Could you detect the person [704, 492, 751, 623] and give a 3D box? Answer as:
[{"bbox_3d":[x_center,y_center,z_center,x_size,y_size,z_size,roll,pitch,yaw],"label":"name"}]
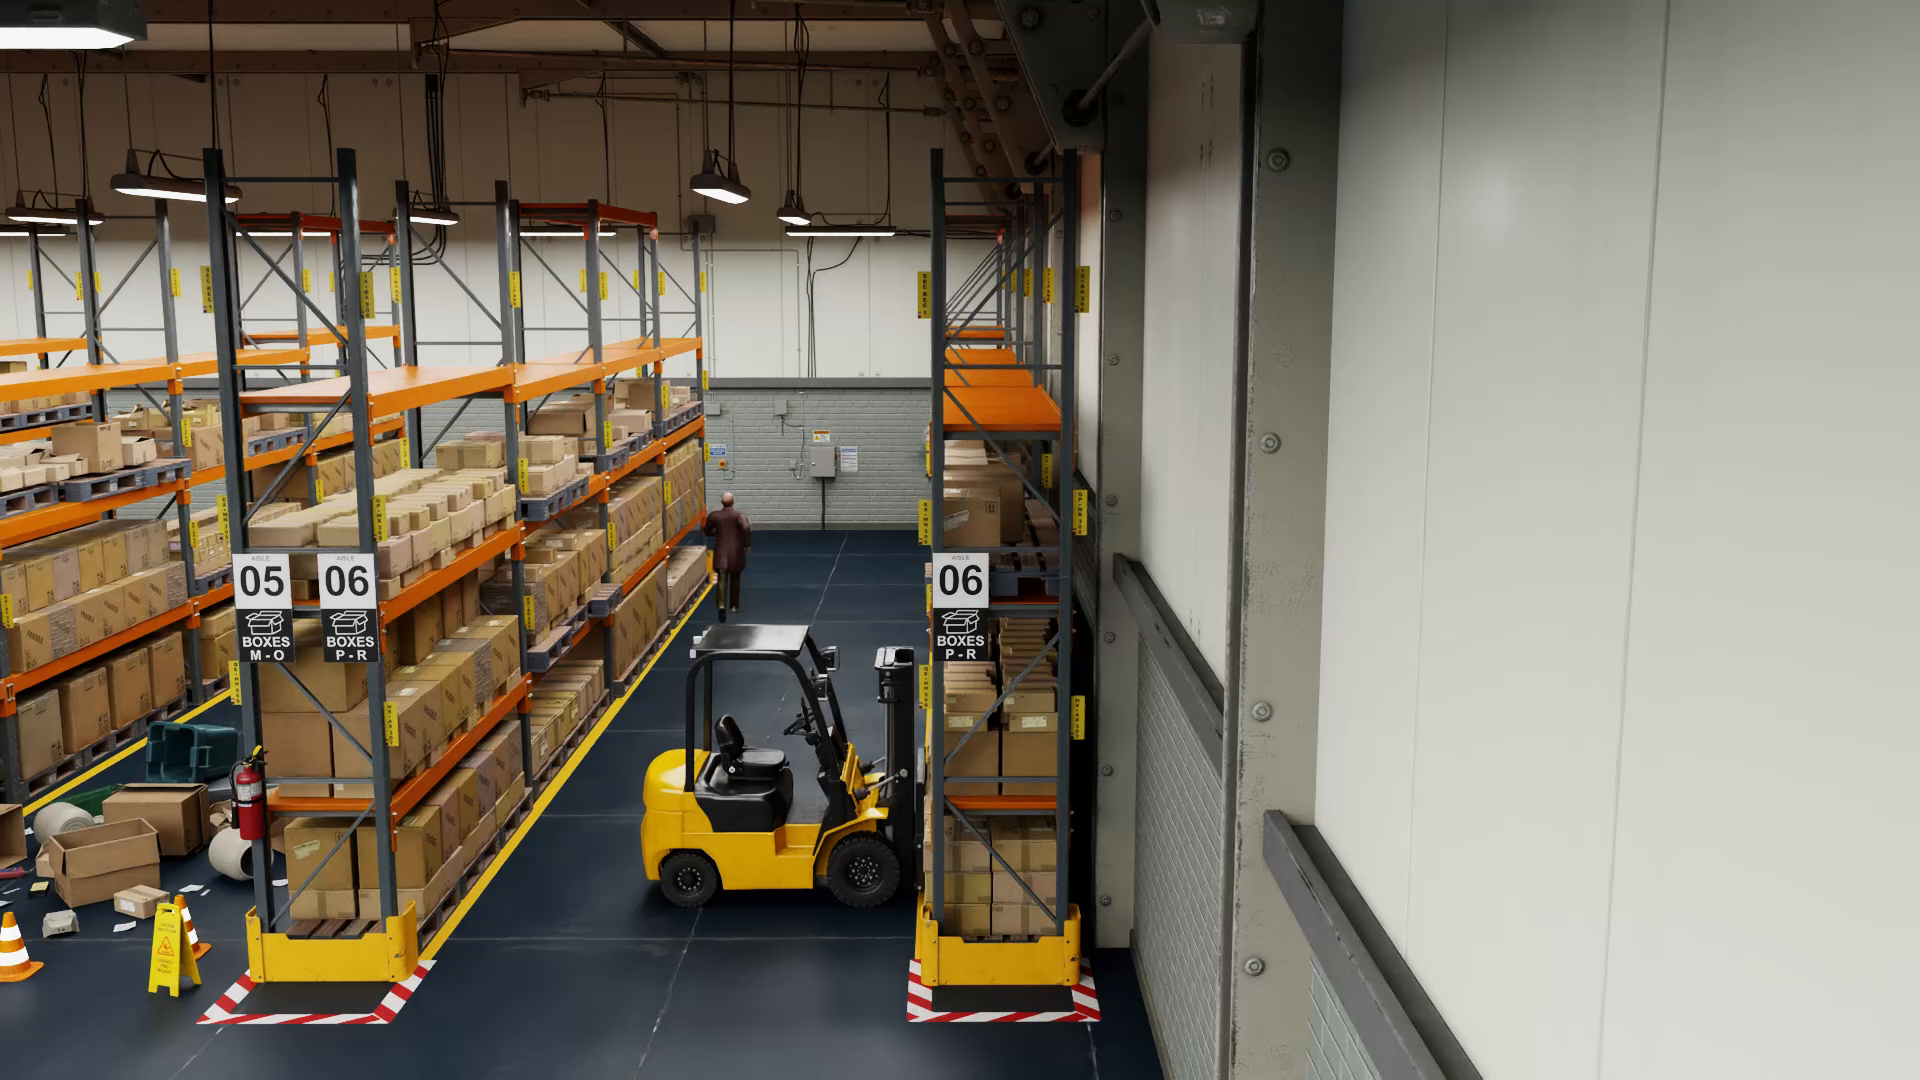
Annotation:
[{"bbox_3d":[-3.282,0.328,23.597,0.704,1.637,0.973,0,9,1],"label":"person"}]
